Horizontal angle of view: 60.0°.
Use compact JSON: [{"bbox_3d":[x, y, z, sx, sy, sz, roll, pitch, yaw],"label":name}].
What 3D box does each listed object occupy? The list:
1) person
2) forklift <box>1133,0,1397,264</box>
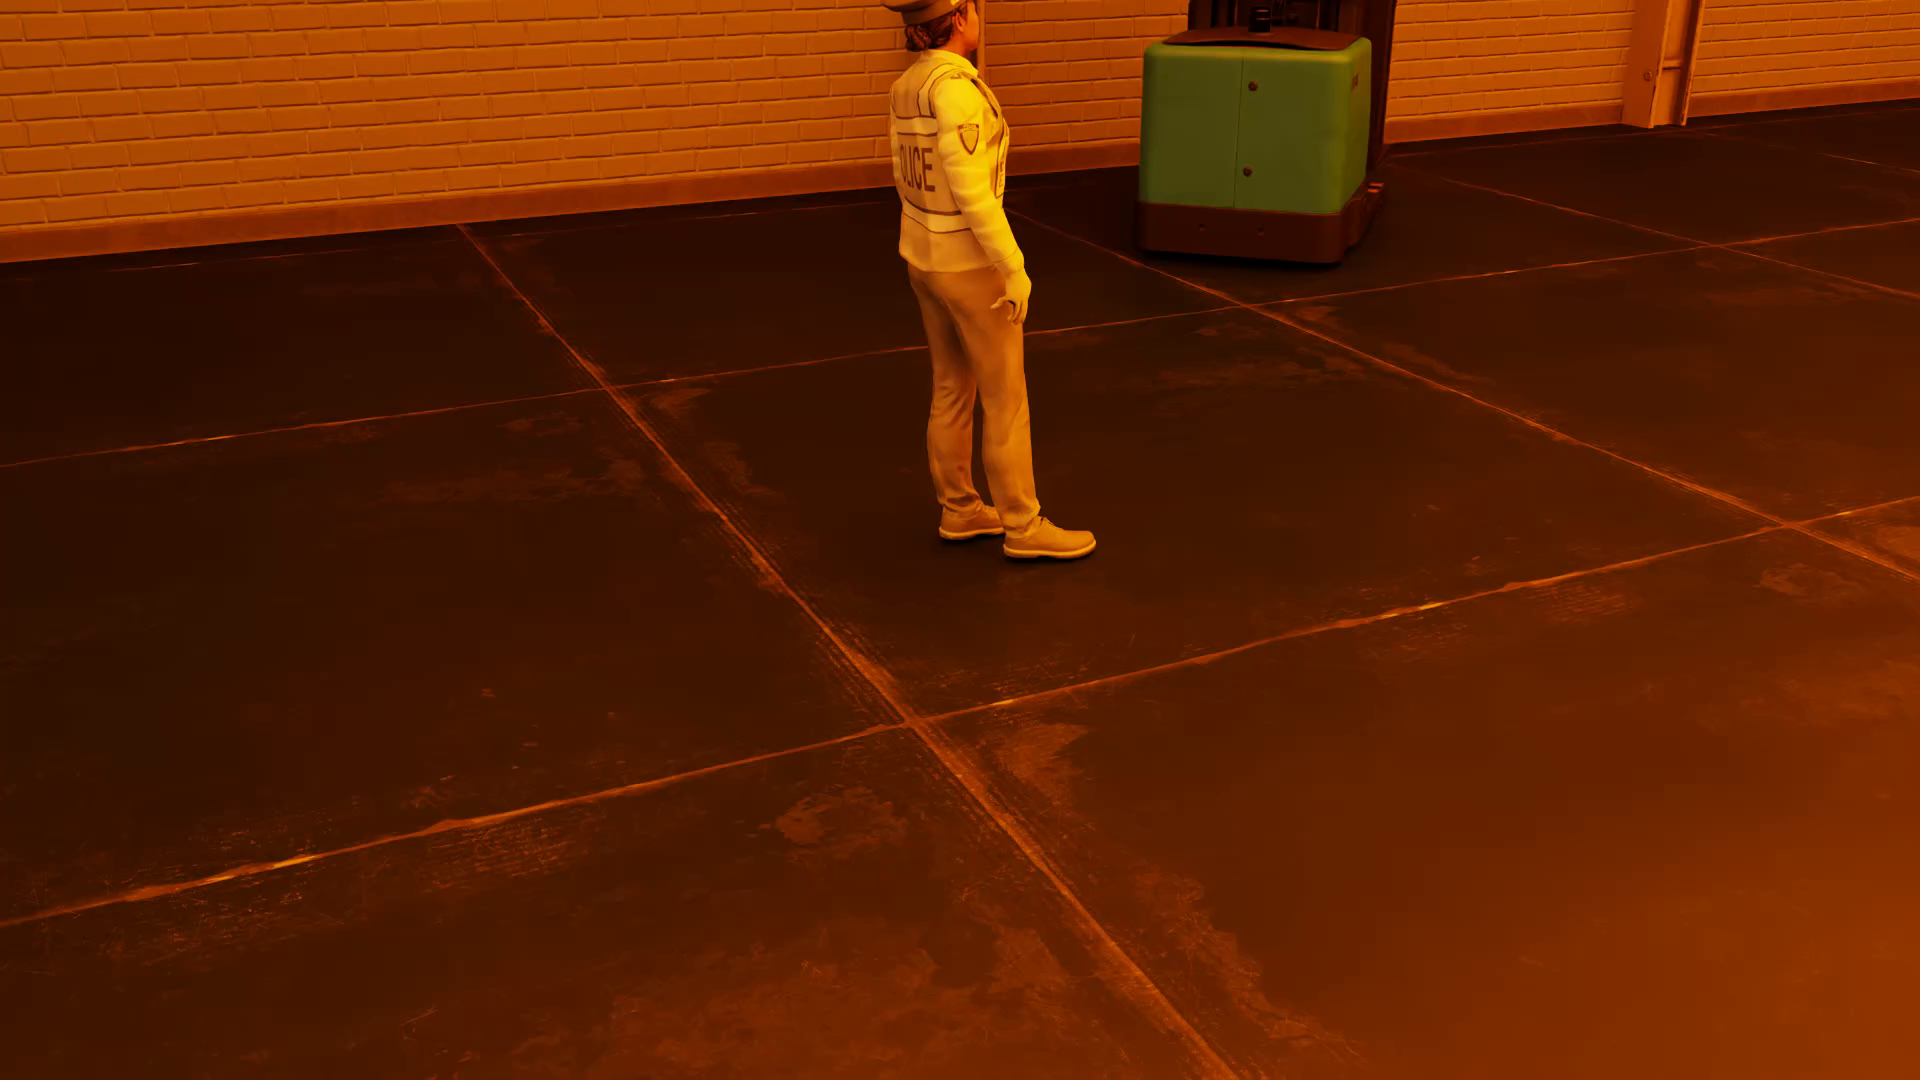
[{"bbox_3d":[0.066,-0.798,4.800,0.530,1.694,0.586,-10,25,-23],"label":"person"},{"bbox_3d":[1.868,-3.255,9.121,1.130,2.935,3.031,8,24,18],"label":"forklift"}]
